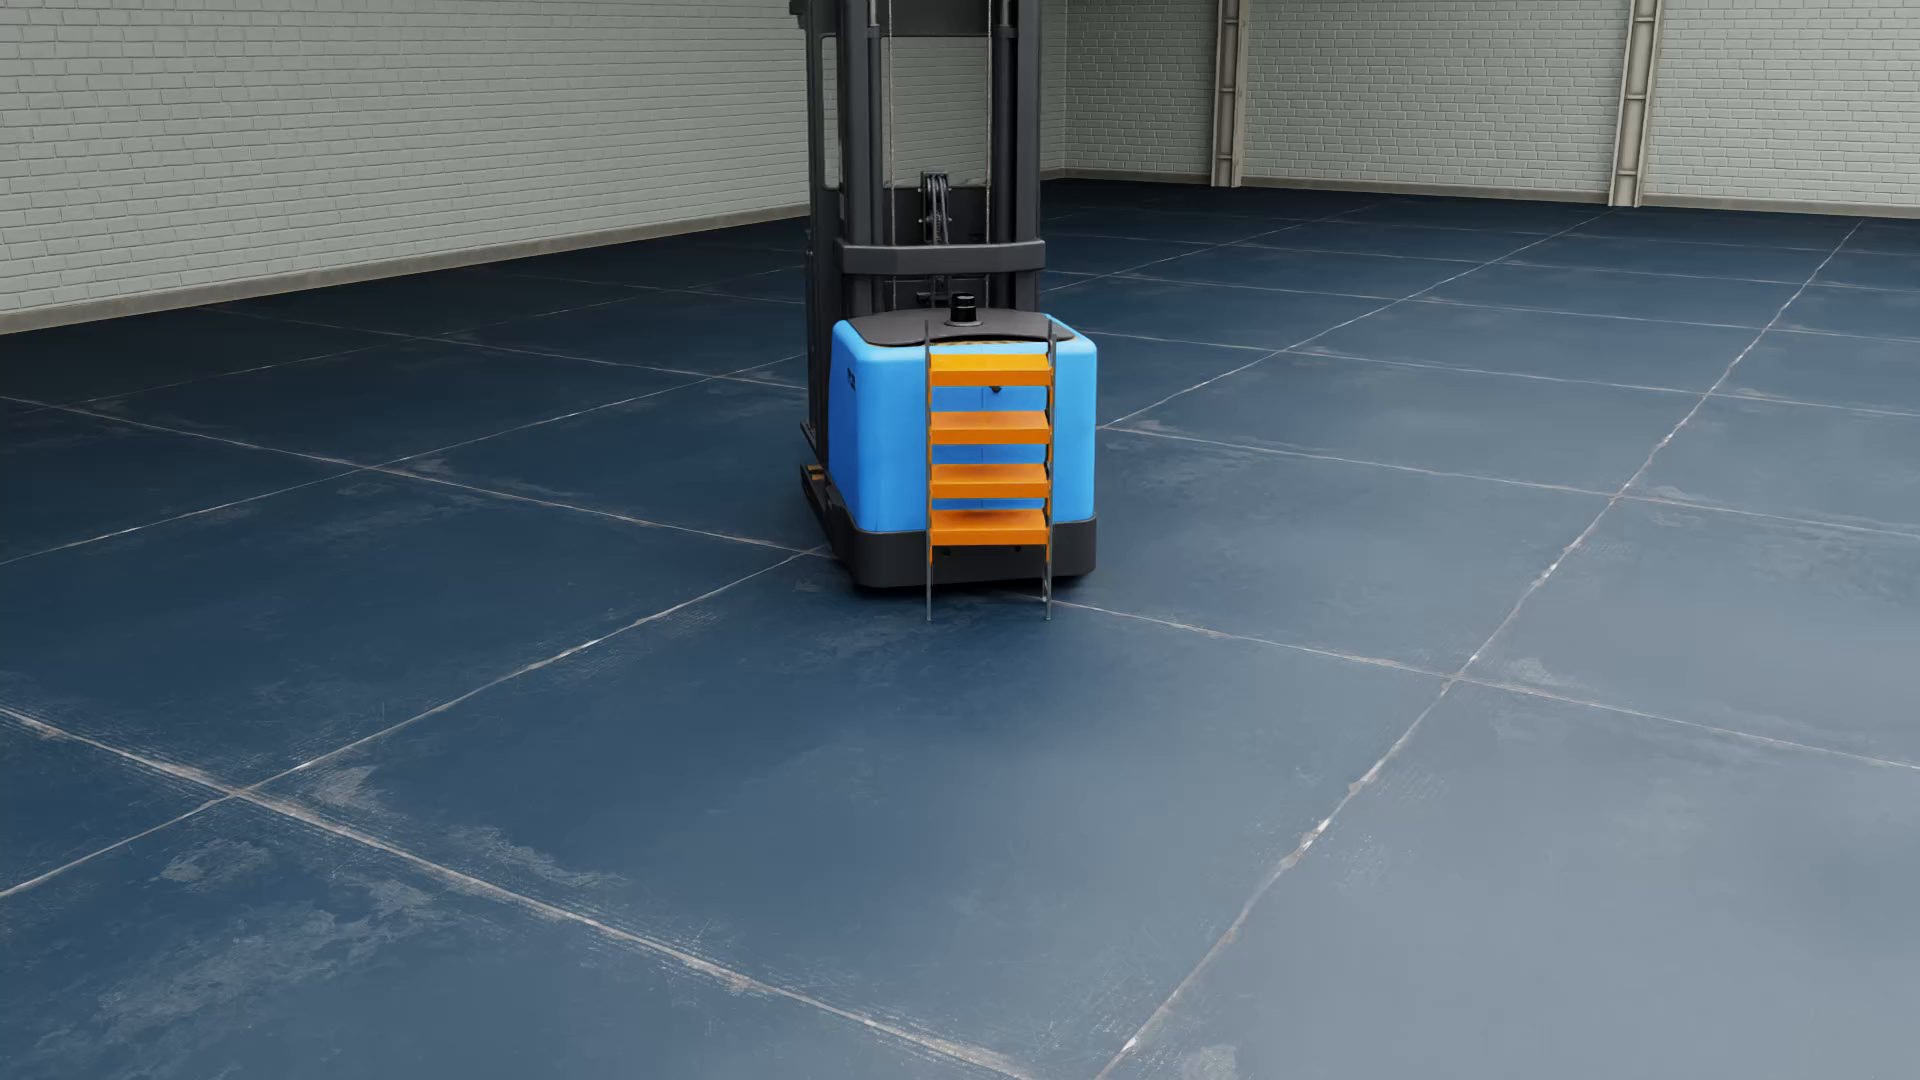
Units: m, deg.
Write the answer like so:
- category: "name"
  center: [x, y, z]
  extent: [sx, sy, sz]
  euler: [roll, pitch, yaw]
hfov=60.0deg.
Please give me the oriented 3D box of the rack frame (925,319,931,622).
- category: "rack frame"
  center: [-0.129, -0.269, 6.673]
  extent: [0.015, 1.200, 0.240]
  euler: [-1, 21, -2]

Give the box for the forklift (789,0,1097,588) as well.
- category: "forklift"
  center: [-0.214, -1.589, 8.068]
  extent: [1.130, 2.935, 3.031]
  euler: [-3, 17, -11]

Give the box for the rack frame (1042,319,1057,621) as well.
- category: "rack frame"
  center: [0.359, -0.274, 6.687]
  extent: [0.015, 1.200, 0.240]
  euler: [-1, 21, -2]

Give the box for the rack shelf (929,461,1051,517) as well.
- category: "rack shelf"
  center: [0.115, -0.209, 6.704]
  extent: [0.480, 0.148, 0.258]
  euler: [-1, 21, -2]

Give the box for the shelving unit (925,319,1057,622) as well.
- category: "shelving unit"
  center: [0.115, -0.271, 6.680]
  extent: [0.503, 1.200, 0.258]
  euler: [-1, 21, -2]

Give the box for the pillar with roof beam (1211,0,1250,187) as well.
- category: "pillar with roof beam"
  center: [1.961, -8.845, 21.517]
  extent: [0.400, 9.000, 9.100]
  euler: [10, 20, 30]

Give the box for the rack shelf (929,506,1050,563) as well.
- category: "rack shelf"
  center: [0.114, -0.023, 6.775]
  extent: [0.480, 0.148, 0.258]
  euler: [-1, 21, -2]

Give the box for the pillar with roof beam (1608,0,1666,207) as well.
- category: "pillar with roof beam"
  center: [7.073, -7.933, 18.513]
  extent: [0.400, 9.000, 9.100]
  euler: [10, 20, 30]

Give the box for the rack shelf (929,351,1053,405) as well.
- category: "rack shelf"
  center: [0.115, -0.638, 6.539]
  extent: [0.480, 0.148, 0.258]
  euler: [-1, 21, -2]

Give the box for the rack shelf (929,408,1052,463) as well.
- category: "rack shelf"
  center: [0.115, -0.417, 6.624]
  extent: [0.480, 0.148, 0.258]
  euler: [-1, 21, -2]
